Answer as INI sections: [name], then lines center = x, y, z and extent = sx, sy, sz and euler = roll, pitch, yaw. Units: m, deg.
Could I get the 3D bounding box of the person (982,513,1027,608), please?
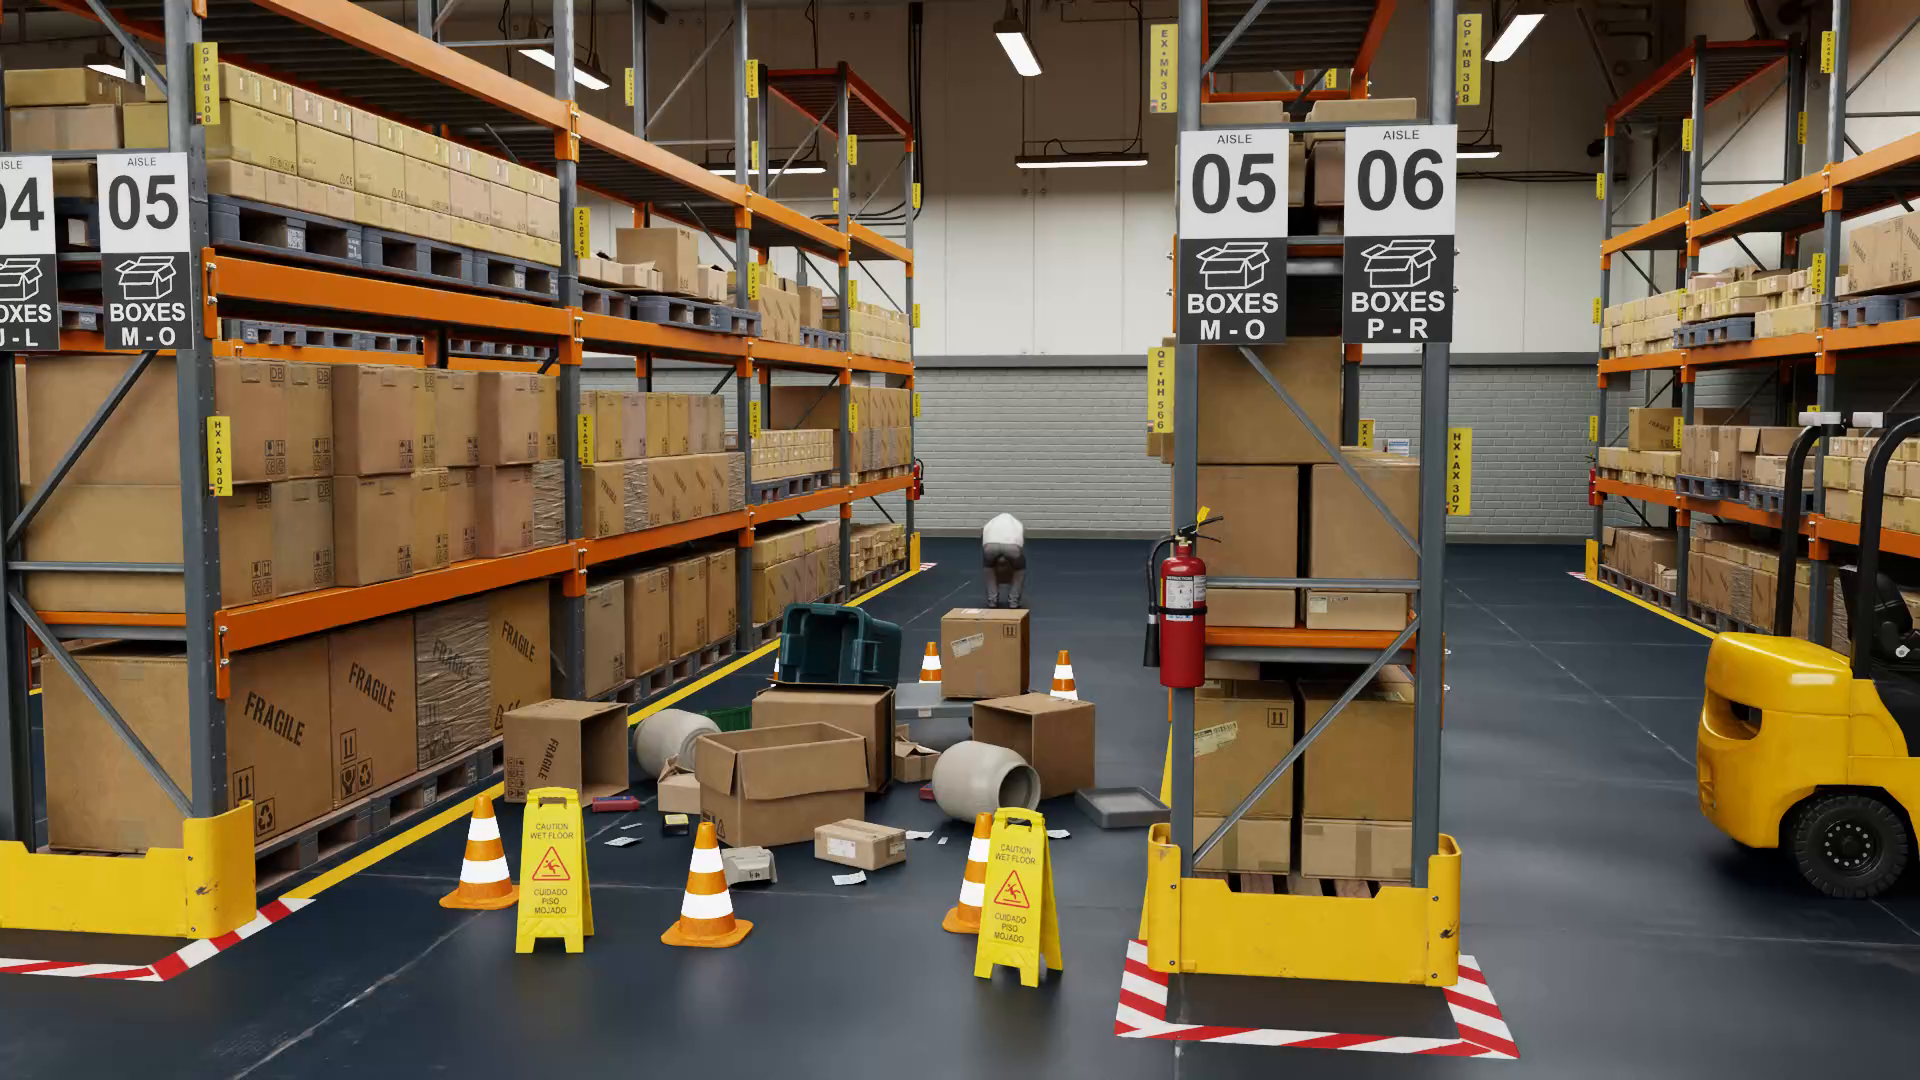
[person]
center = 0.497, 0.227, 18.531
extent = 0.502, 1.002, 0.994
euler = 0, 4, 6
